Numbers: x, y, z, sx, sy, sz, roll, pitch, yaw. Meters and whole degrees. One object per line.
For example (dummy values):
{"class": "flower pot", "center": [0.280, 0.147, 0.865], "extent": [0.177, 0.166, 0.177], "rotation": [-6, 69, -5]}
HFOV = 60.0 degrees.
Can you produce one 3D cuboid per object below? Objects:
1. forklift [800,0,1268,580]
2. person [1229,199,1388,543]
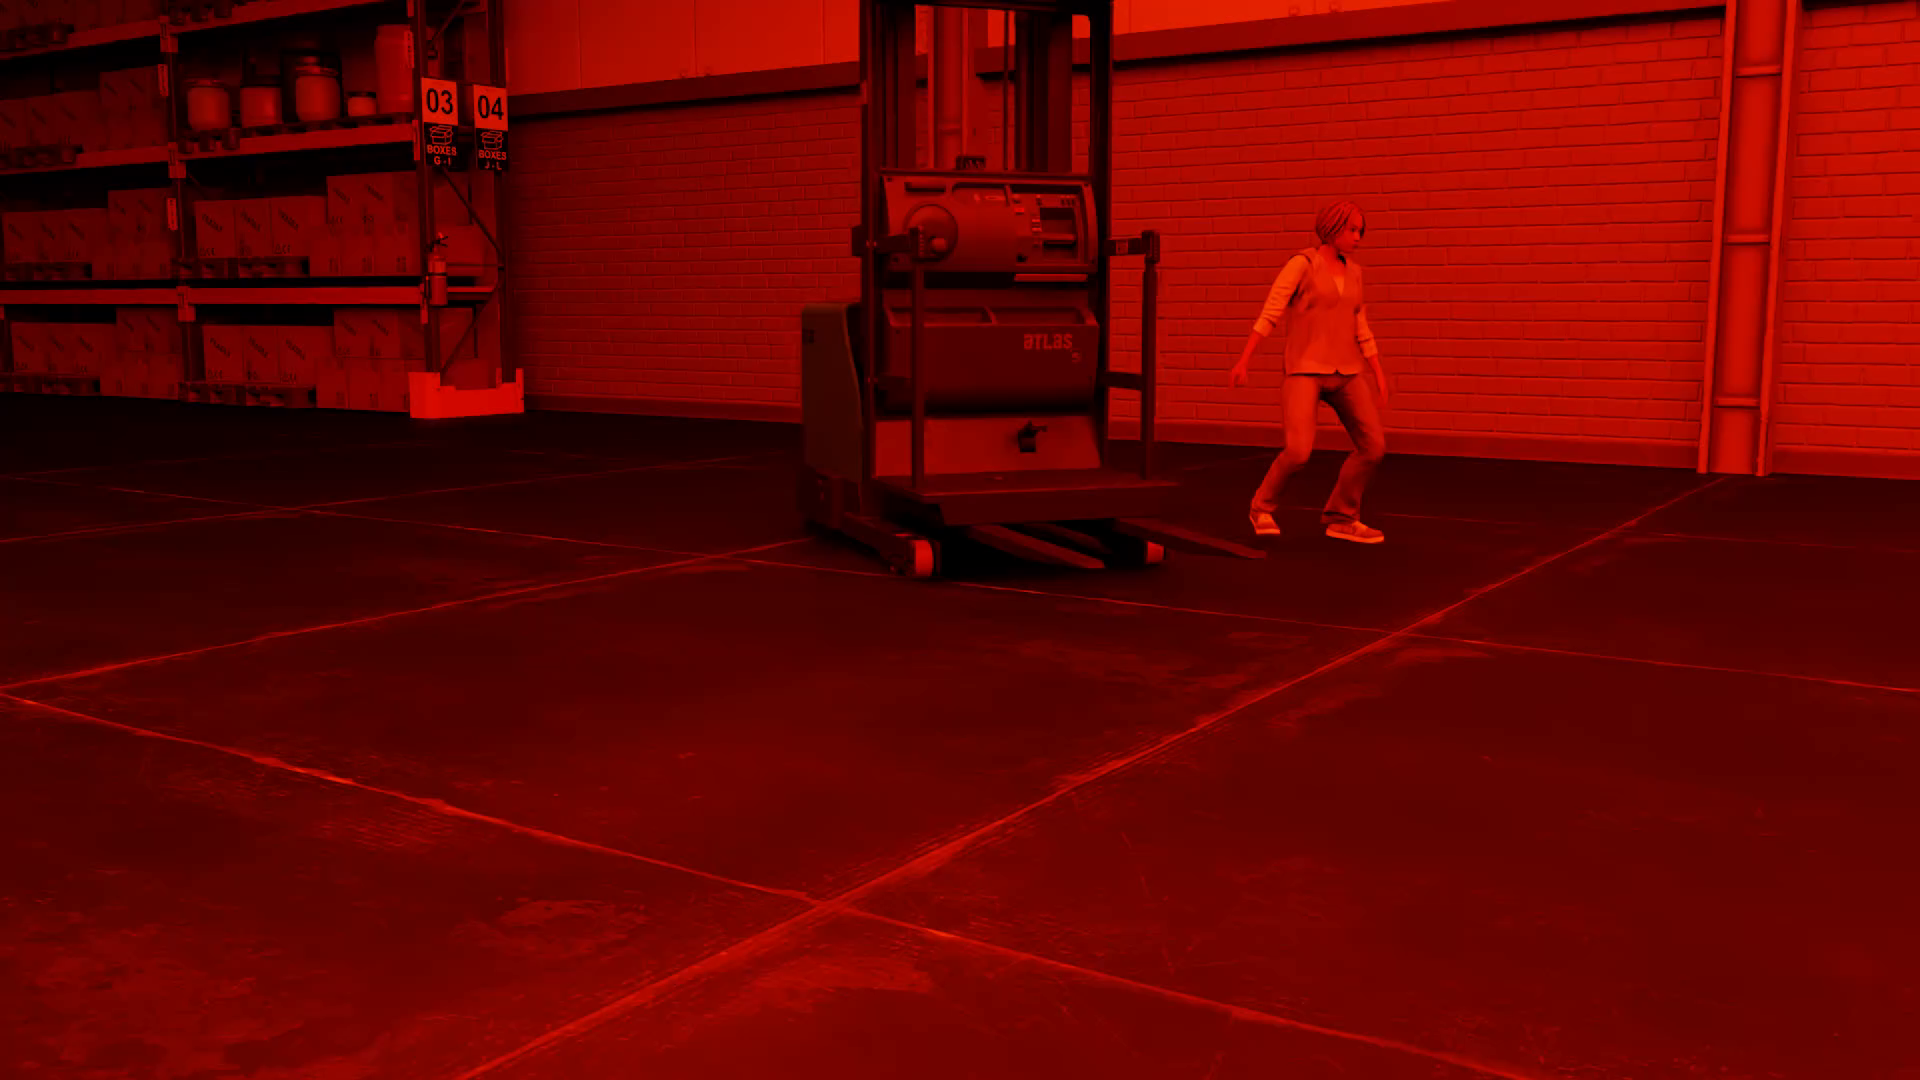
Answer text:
{"class": "forklift", "center": [0.209, -1.357, 6.732], "extent": [1.130, 2.935, 3.031], "rotation": [-3, 9, -20]}
{"class": "person", "center": [1.552, -0.731, 7.387], "extent": [0.743, 1.524, 0.444], "rotation": [-3, 9, -19]}
